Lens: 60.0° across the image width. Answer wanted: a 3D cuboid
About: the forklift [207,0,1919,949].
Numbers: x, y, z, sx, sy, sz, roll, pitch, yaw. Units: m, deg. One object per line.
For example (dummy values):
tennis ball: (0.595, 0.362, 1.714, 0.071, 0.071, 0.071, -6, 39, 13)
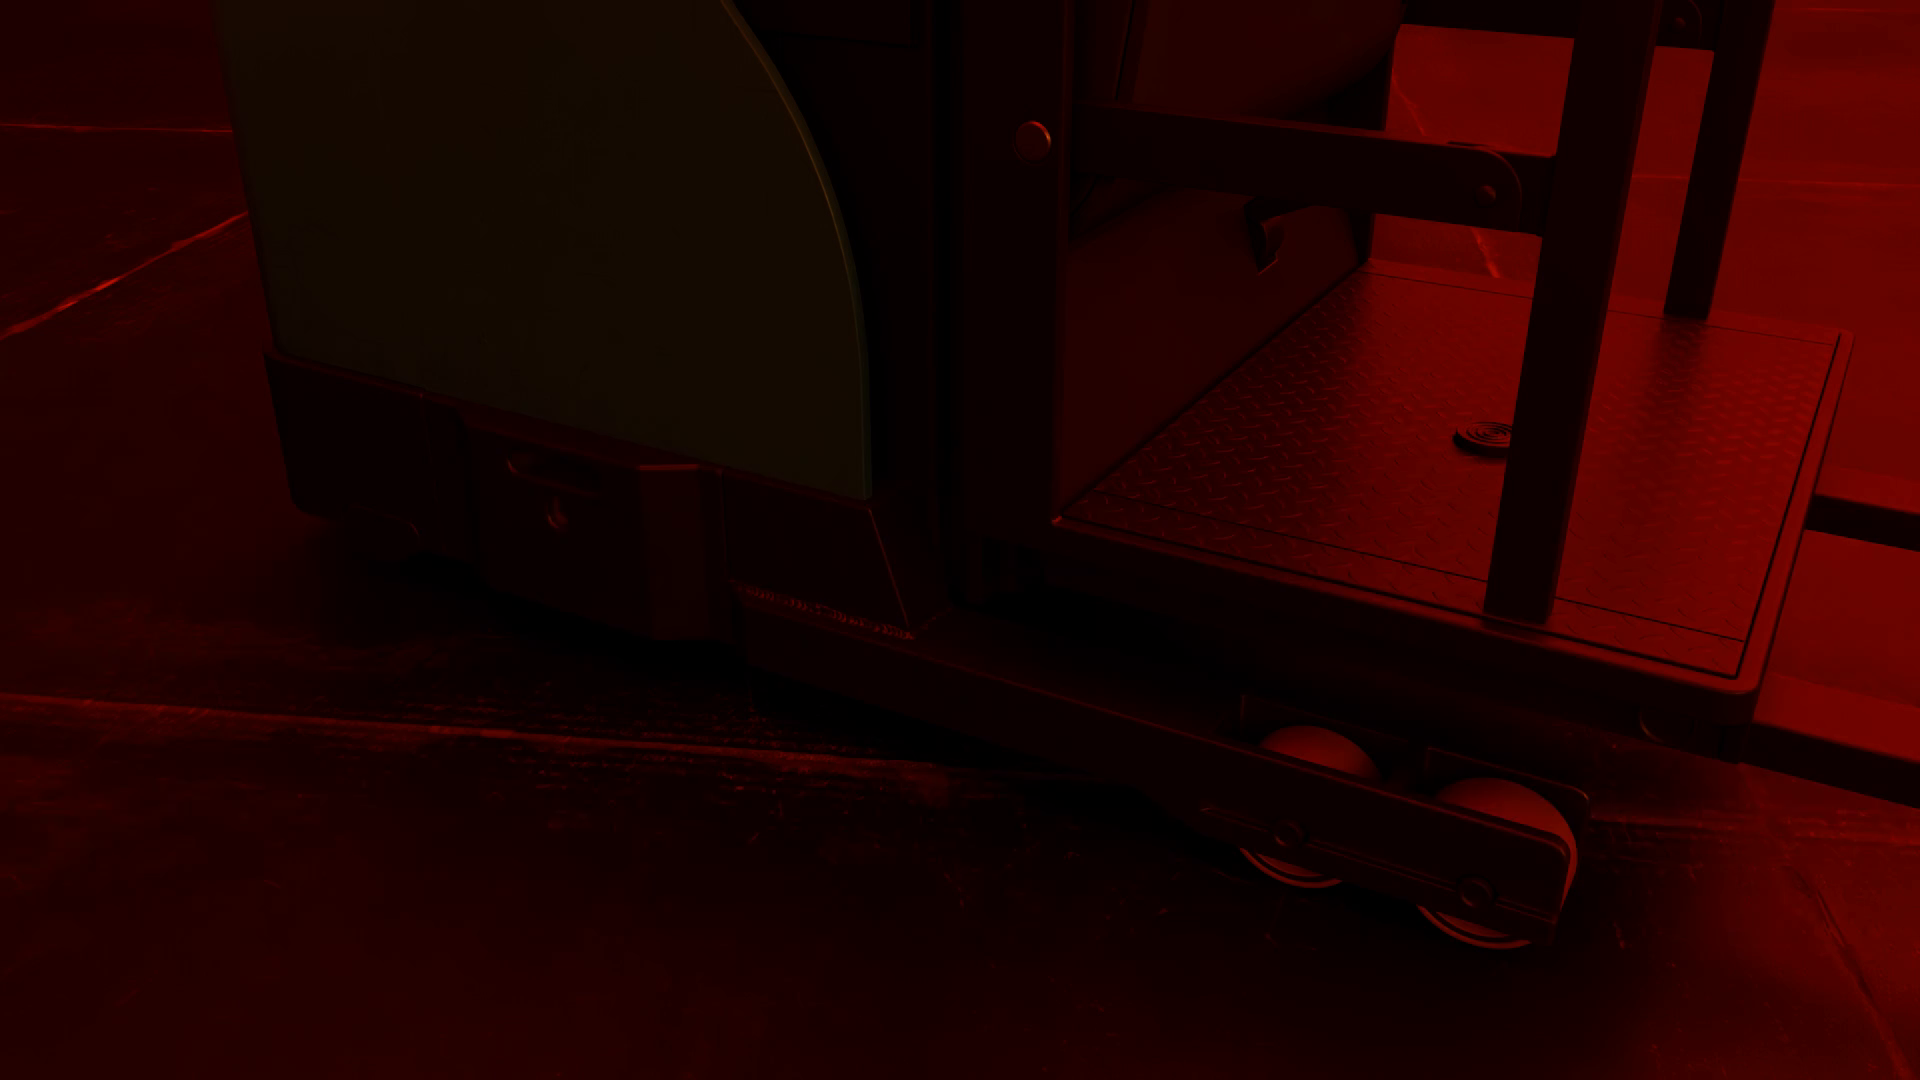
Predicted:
forklift: (0.540, -1.173, 1.567, 3.031, 2.935, 1.130, 14, 30, 27)
